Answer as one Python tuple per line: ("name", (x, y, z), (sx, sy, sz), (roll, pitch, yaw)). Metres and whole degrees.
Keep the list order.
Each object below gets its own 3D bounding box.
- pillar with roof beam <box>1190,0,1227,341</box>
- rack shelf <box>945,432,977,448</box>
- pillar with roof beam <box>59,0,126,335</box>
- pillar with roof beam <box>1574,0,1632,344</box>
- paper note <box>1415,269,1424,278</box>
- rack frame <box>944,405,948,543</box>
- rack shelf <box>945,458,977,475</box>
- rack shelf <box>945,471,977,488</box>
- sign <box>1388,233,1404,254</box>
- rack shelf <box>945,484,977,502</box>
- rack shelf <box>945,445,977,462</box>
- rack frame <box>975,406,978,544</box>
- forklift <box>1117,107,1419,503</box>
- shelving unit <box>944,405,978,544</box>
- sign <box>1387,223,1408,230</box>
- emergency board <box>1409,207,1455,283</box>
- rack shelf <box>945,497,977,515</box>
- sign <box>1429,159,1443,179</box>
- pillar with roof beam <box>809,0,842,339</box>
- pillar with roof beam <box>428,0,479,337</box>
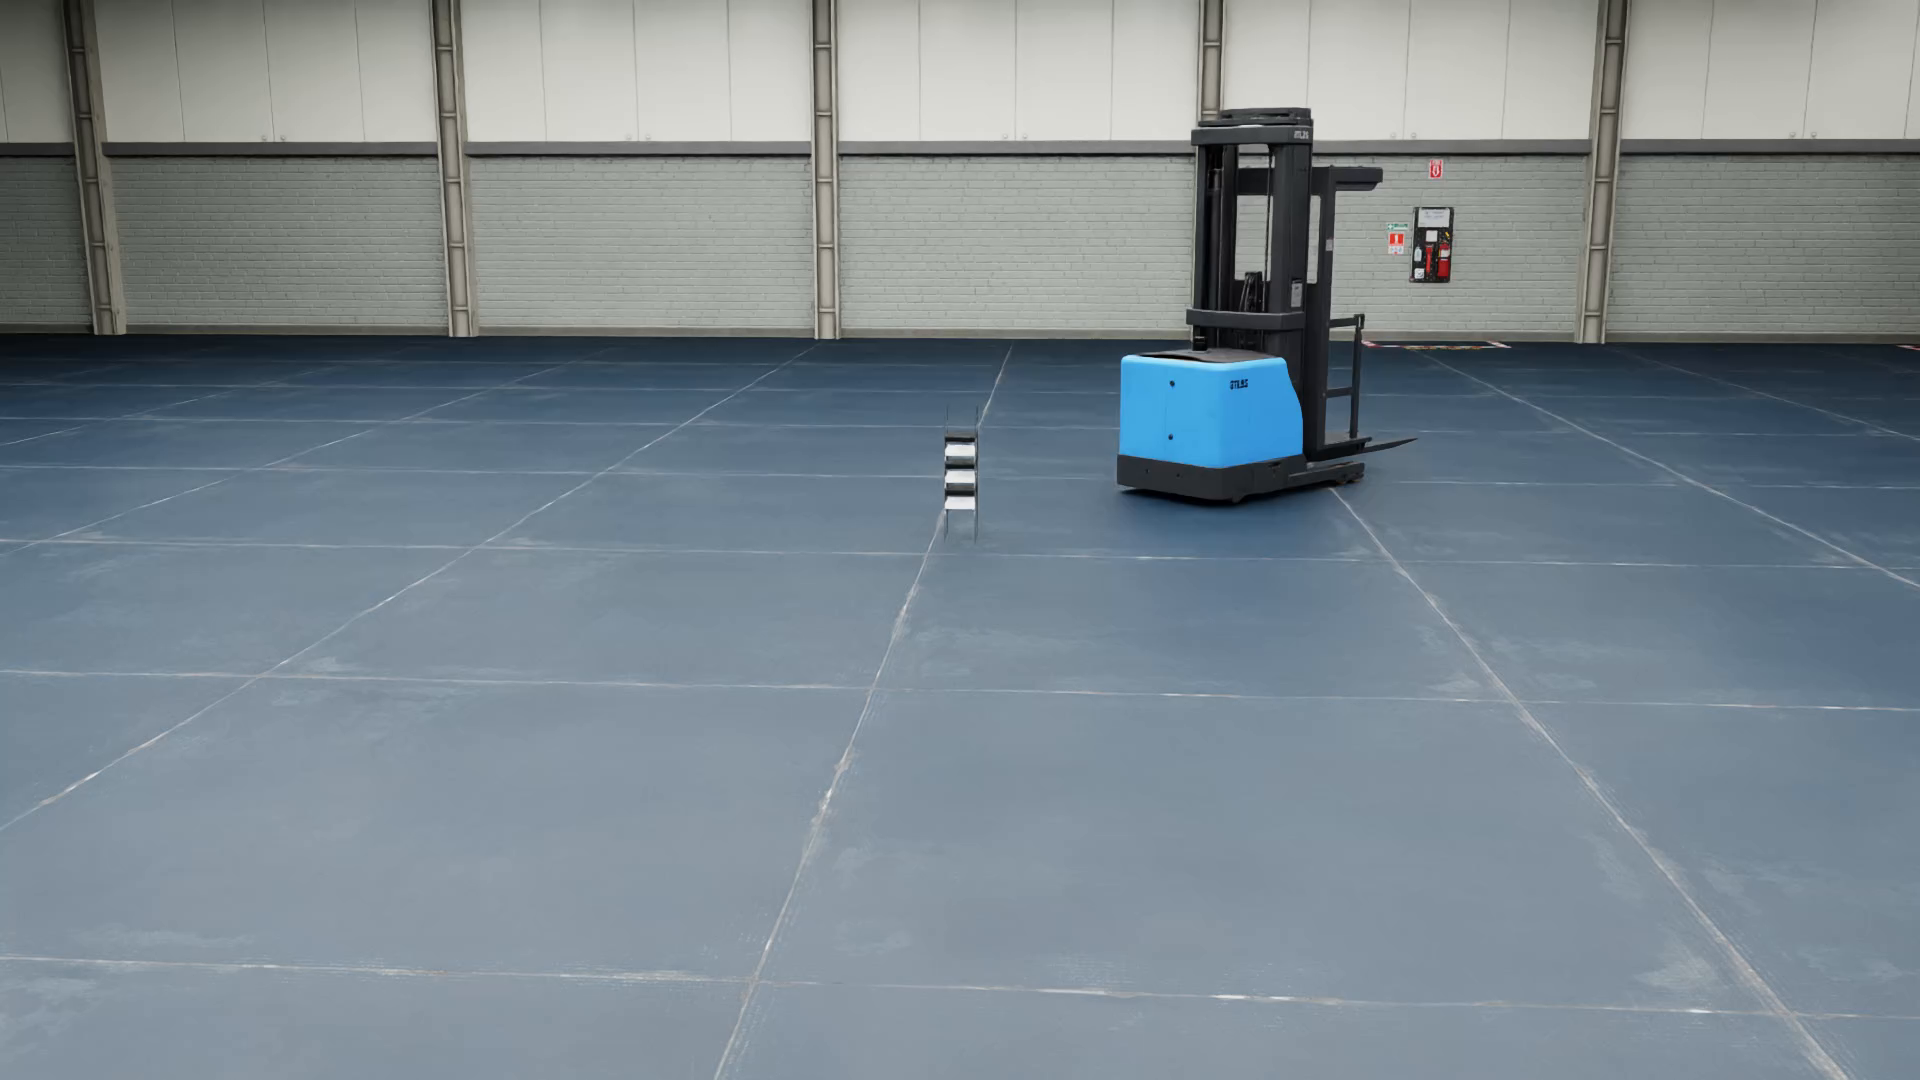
("pillar with roof beam", (3.573, -6.698, 21.310), (0.400, 9.000, 9.100), (1, 12, 4))
("rack shelf", (0.008, -0.672, 11.127), (0.200, 0.077, 0.258), (1, 12, 4))
("pillar with roof beam", (-14.386, -6.944, 22.487), (0.400, 9.000, 9.100), (1, 12, 4))
("pillar with roof beam", (9.560, -6.616, 20.917), (0.400, 9.000, 9.100), (1, 12, 4))
("paper note", (7.212, -4.186, 26.104), (0.142, 0.148, 0.016), (1, 12, 4))
("rack frame", (-0.093, -0.442, 11.182), (0.006, 0.900, 0.240), (1, 12, 4))
("rack shelf", (0.008, -0.496, 11.164), (0.200, 0.077, 0.258), (1, 12, 4))
("rack shelf", (0.008, -0.408, 11.182), (0.200, 0.077, 0.258), (1, 12, 4))
("sign", (6.840, -4.647, 26.068), (0.234, 0.329, 0.001), (1, 12, 4))
("rack shelf", (0.008, -0.320, 11.201), (0.200, 0.077, 0.258), (1, 12, 4))
("rack shelf", (0.008, -0.584, 11.145), (0.200, 0.077, 0.258), (1, 12, 4))
("rack frame", (0.110, -0.439, 11.169), (0.006, 0.900, 0.240), (1, 12, 4))
("forklift", (2.650, -1.943, 13.397), (3.031, 2.935, 1.130), (-11, 16, -42))
("shelving unit", (0.008, -0.440, 11.175), (0.210, 0.900, 0.258), (1, 12, 4))
("sign", (6.844, -4.904, 26.005), (0.331, 0.109, 0.001), (1, 12, 4))
("emergency board", (7.384, -4.600, 25.935), (0.643, 1.169, 0.194), (1, 12, 4))
("rack shelf", (0.008, -0.232, 11.219), (0.200, 0.077, 0.258), (1, 12, 4))
("sign", (7.383, -5.756, 25.795), (0.199, 0.298, 0.001), (1, 12, 4))
("pillar with roof beam", (-2.413, -6.780, 21.702), (0.400, 9.000, 9.100), (1, 12, 4))
("pillar with roof beam", (-8.400, -6.862, 22.094), (0.400, 9.000, 9.100), (1, 12, 4))
